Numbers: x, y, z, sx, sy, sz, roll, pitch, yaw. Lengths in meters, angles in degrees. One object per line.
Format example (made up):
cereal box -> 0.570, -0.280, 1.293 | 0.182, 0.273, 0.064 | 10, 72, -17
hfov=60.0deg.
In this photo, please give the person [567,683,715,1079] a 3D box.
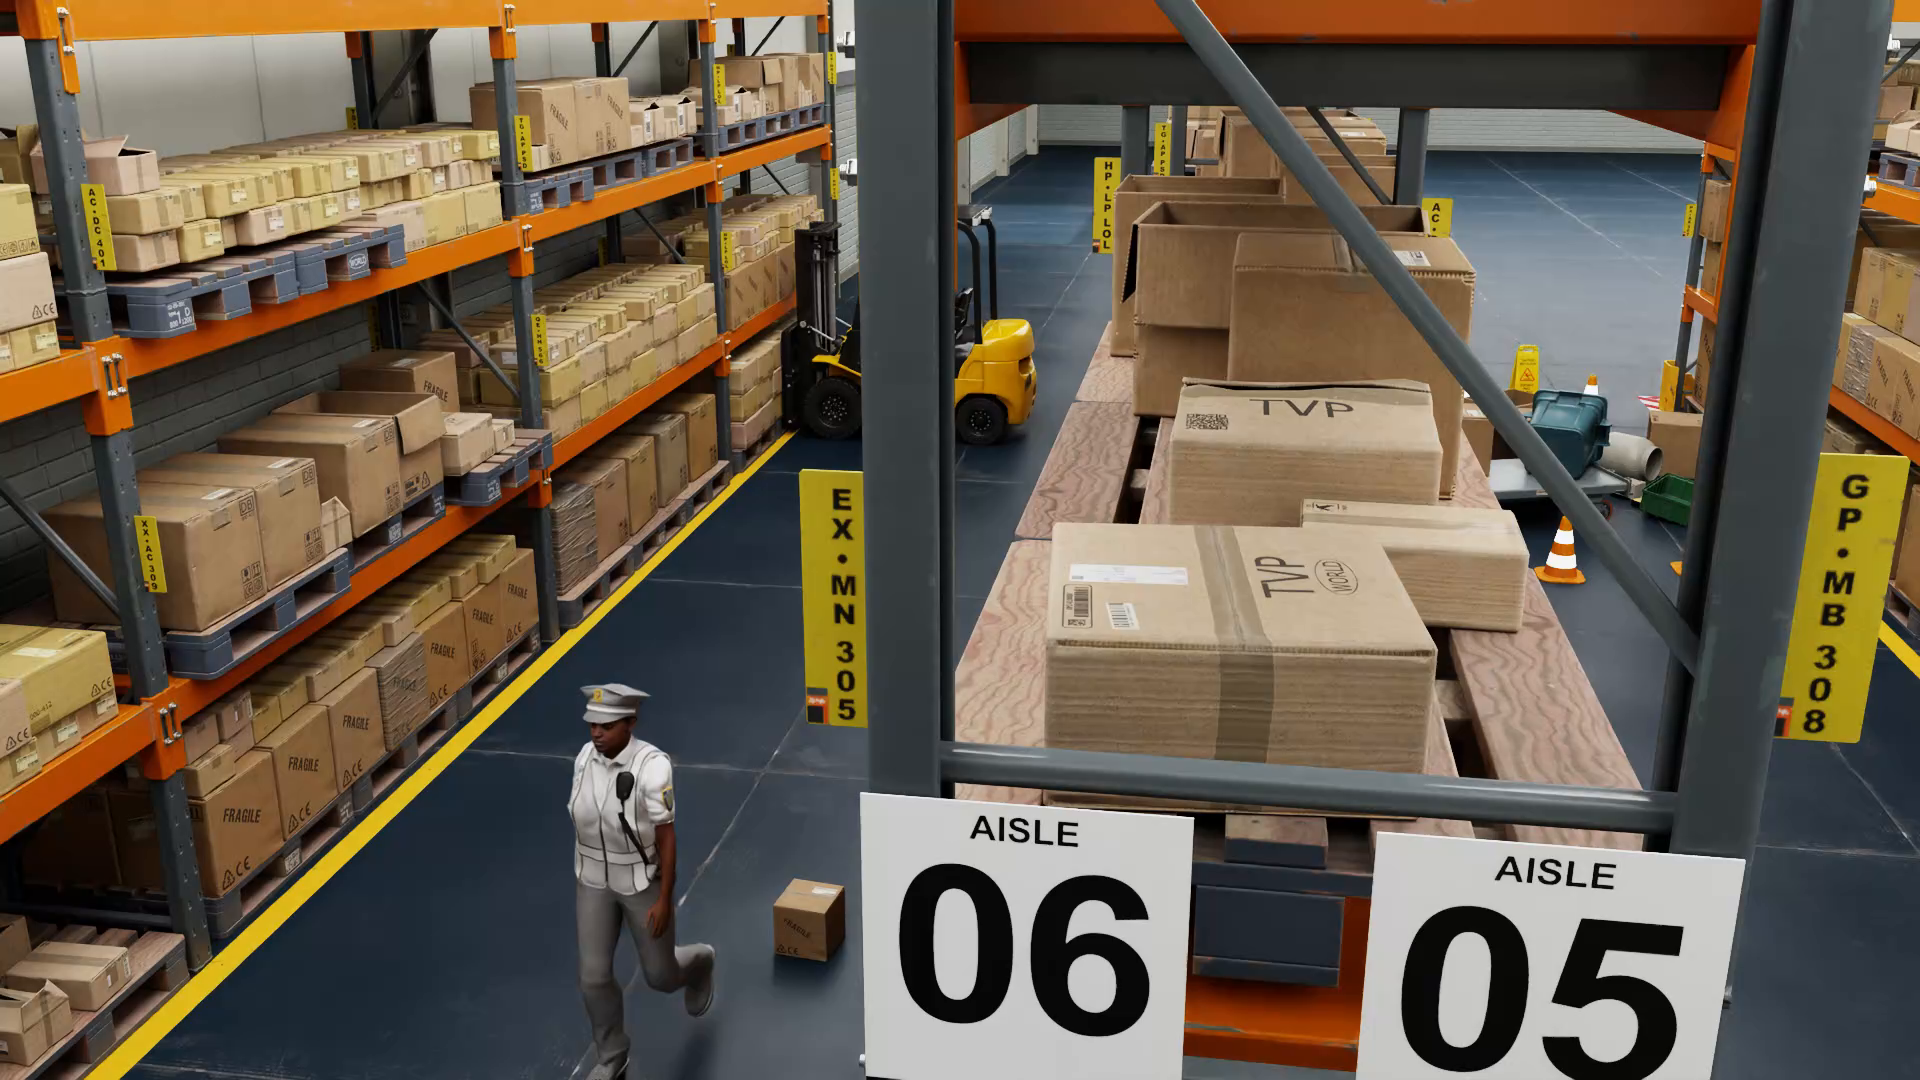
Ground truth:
person -> -1.265, 1.295, 6.489 | 0.444, 1.665, 0.721 | 5, 19, 16
